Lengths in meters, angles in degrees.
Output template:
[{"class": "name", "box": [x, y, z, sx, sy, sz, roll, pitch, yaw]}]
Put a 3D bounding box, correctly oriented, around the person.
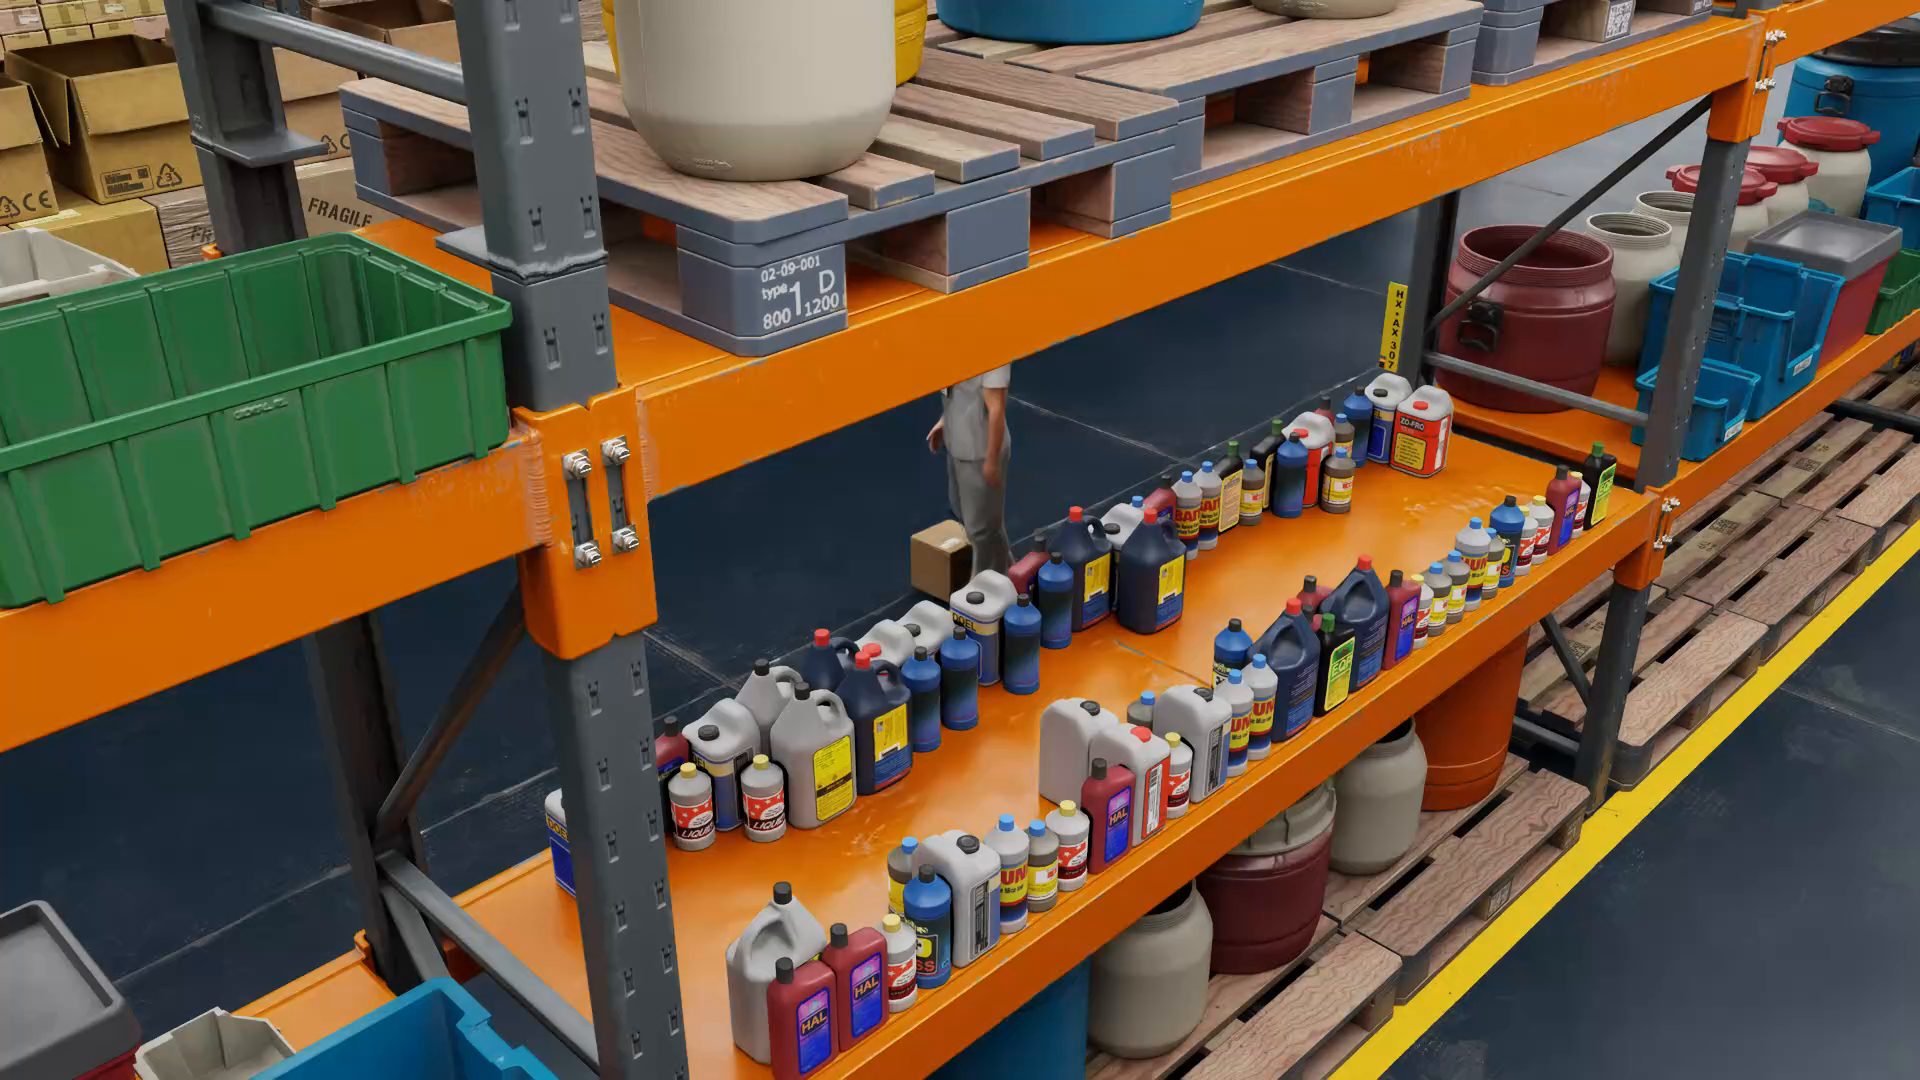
[{"class": "person", "box": [0.080, -0.425, 6.891, 0.409, 1.669, 0.616, -6, 28, -11]}]
